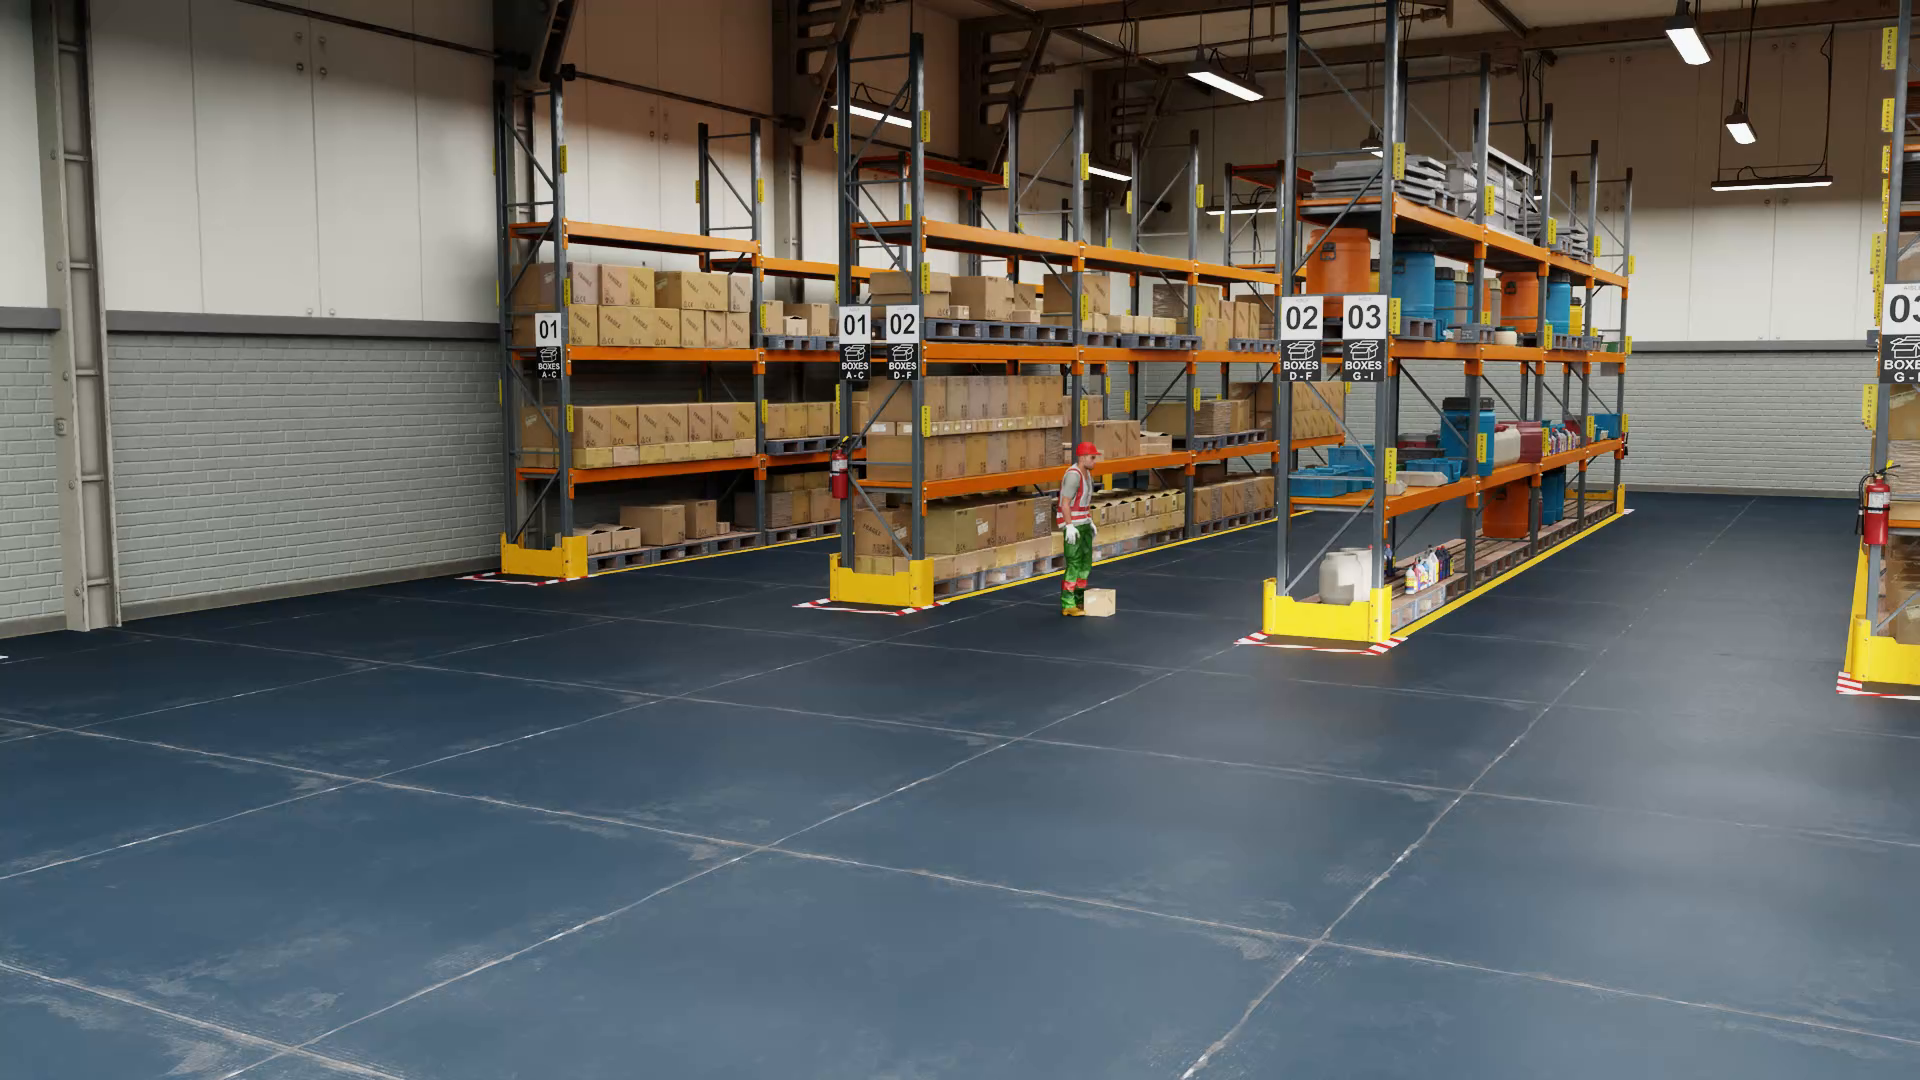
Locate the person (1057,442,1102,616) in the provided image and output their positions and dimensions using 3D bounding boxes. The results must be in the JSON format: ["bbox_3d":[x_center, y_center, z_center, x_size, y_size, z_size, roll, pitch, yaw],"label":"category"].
[{"bbox_3d":[1.242,-0.124,17.213,0.453,1.779,0.608,3,7,28],"label":"person"}]
